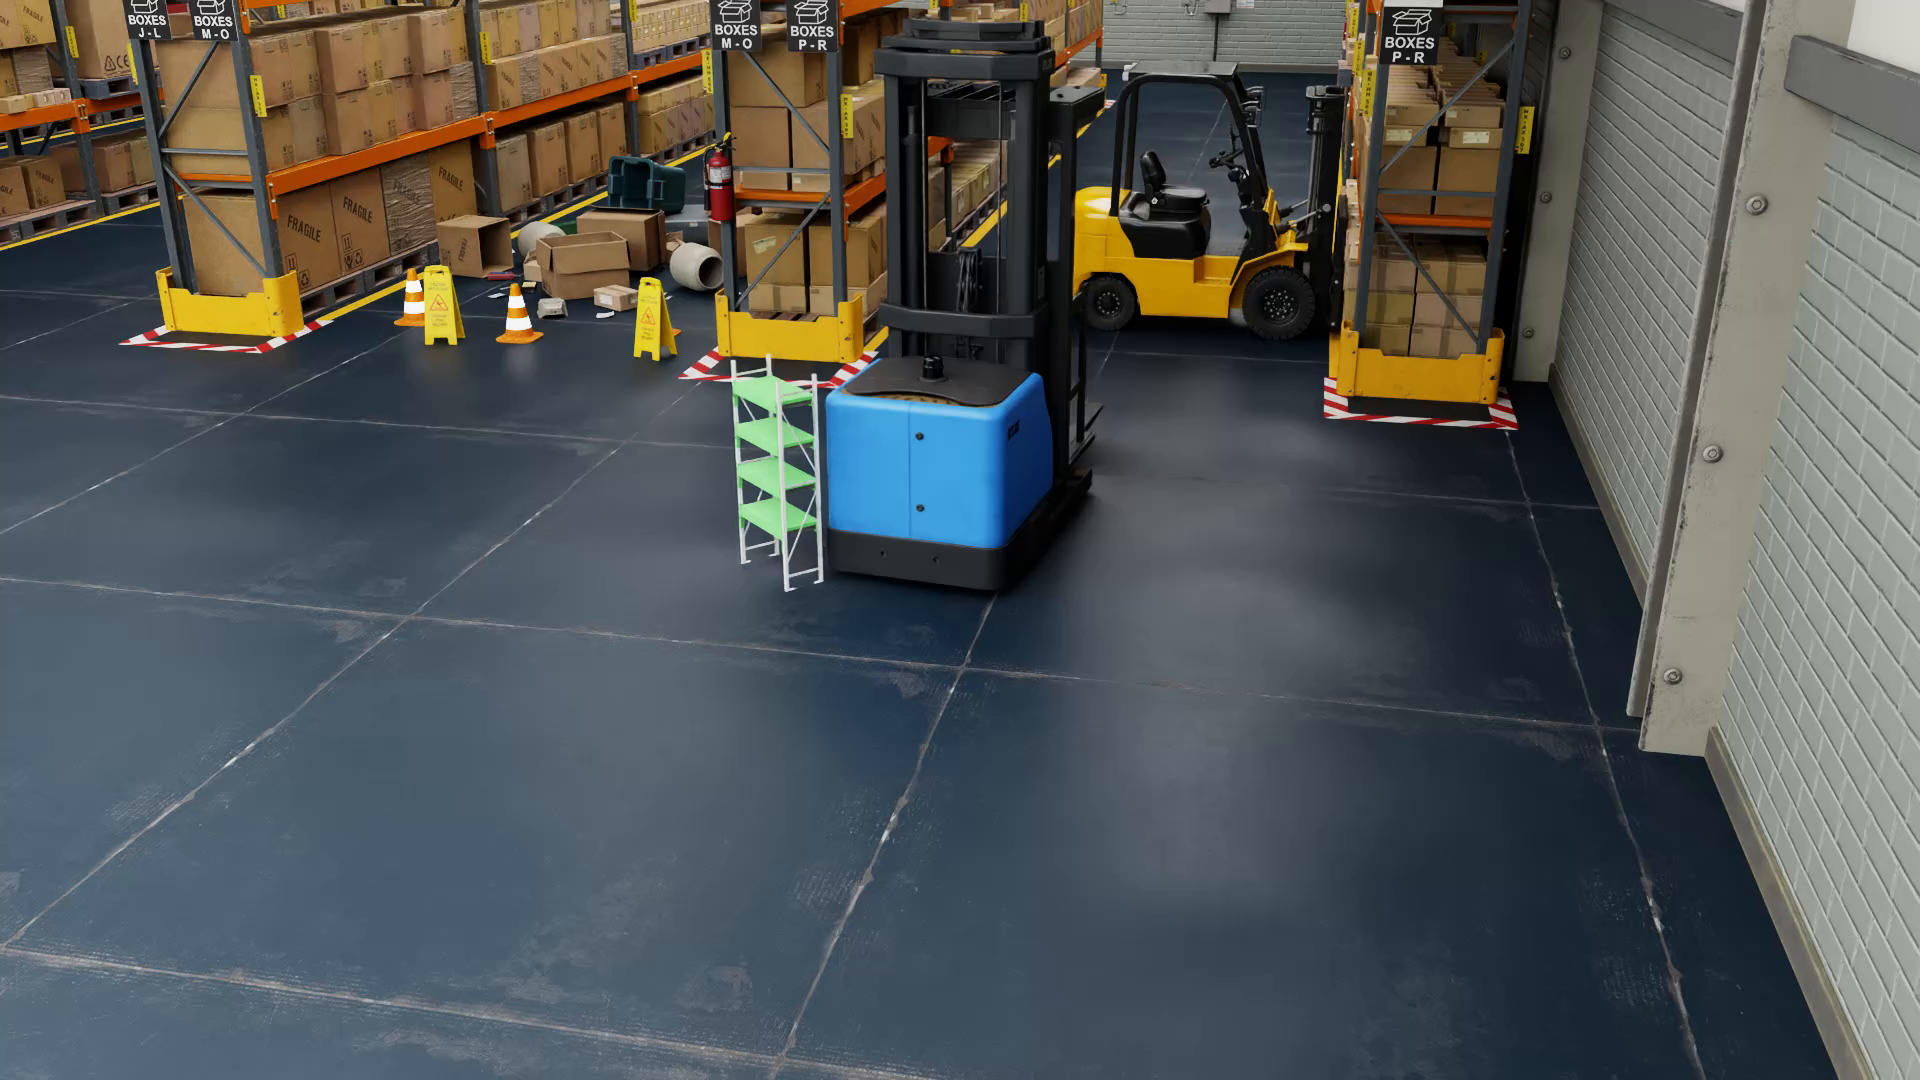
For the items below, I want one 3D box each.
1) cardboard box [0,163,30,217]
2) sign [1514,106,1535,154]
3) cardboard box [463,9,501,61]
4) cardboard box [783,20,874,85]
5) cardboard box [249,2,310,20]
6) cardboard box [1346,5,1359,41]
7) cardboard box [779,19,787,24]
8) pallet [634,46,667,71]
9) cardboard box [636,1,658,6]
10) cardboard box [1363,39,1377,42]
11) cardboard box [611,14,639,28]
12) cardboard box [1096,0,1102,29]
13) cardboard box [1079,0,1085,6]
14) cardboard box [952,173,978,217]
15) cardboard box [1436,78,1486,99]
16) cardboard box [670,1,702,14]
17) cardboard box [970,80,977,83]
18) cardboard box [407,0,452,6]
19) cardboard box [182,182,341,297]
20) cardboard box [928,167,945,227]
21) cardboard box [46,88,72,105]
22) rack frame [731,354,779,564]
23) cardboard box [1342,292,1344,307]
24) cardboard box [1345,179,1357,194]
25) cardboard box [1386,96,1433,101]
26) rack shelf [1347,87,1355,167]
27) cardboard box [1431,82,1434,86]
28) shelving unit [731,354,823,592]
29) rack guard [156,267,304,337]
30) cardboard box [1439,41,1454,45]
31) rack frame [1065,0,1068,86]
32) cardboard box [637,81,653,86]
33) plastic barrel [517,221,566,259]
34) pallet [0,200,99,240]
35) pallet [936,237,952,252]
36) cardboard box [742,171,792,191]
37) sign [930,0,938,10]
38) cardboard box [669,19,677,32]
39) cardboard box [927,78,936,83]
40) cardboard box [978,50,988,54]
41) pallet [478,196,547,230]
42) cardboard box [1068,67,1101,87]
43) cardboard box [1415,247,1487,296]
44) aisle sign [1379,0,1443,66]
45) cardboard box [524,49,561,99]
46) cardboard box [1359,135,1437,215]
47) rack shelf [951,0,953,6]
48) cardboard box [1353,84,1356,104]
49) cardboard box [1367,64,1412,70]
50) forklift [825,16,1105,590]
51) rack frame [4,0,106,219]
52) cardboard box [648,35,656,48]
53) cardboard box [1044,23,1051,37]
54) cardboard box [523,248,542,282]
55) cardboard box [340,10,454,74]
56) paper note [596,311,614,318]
[{"bbox_3d":[-10.517,-3.789,18.031,0.500,0.500,0.500,12,25,28],"label":"cardboard box"},{"bbox_3d":[4.000,-2.906,11.788,0.100,0.325,0.005,4,22,11],"label":"sign"},{"bbox_3d":[-5.357,-5.384,17.736,0.700,0.500,0.500,4,22,10],"label":"cardboard box"},{"bbox_3d":[-1.160,-4.291,14.623,0.700,0.500,0.500,4,22,11],"label":"cardboard box"},{"bbox_3d":[-9.306,-7.348,22.607,0.797,0.503,0.637,5,23,13],"label":"cardboard box"},{"bbox_3d":[5.483,-6.792,22.008,0.700,0.500,0.500,5,22,12],"label":"cardboard box"},{"bbox_3d":[-3.029,-8.453,27.164,0.380,0.149,0.250,3,22,9],"label":"cardboard box"},{"bbox_3d":[-4.595,-6.335,21.825,1.213,0.211,1.003,4,22,11],"label":"pallet"},{"bbox_3d":[-4.510,-7.576,23.628,0.380,0.149,0.250,4,22,10],"label":"cardboard box"},{"bbox_3d":[4.616,-5.401,18.246,0.380,0.149,0.250,5,22,12],"label":"cardboard box"},{"bbox_3d":[-4.351,-6.665,21.366,0.380,0.149,0.250,4,22,11],"label":"cardboard box"},{"bbox_3d":[2.024,-8.590,27.034,0.500,0.500,0.500,5,22,11],"label":"cardboard box"},{"bbox_3d":[1.606,-8.314,25.010,0.500,0.500,0.500,5,22,12],"label":"cardboard box"},{"bbox_3d":[-0.338,-3.783,18.187,0.950,0.372,0.625,6,23,14],"label":"cardboard box"},{"bbox_3d":[4.079,-3.667,13.544,0.380,0.149,0.250,5,22,11],"label":"cardboard box"},{"bbox_3d":[-3.873,-7.522,23.493,0.380,0.149,0.250,4,22,11],"label":"cardboard box"},{"bbox_3d":[-0.028,-4.899,17.777,0.380,0.149,0.250,5,22,12],"label":"cardboard box"},{"bbox_3d":[-8.307,-8.605,26.003,0.500,0.500,0.500,4,22,11],"label":"cardboard box"},{"bbox_3d":[-6.195,-2.692,14.804,0.875,0.875,0.875,5,22,11],"label":"cardboard box"},{"bbox_3d":[-0.444,-3.382,16.351,0.500,0.500,0.500,4,22,10],"label":"cardboard box"},{"bbox_3d":[-10.043,-4.890,18.316,0.380,0.149,0.250,4,22,11],"label":"cardboard box"},{"bbox_3d":[-1.148,-0.448,9.359,0.240,1.200,0.015,-15,26,-33],"label":"rack frame"},{"bbox_3d":[3.550,-2.182,14.375,0.500,0.250,0.500,5,23,13],"label":"cardboard box"},{"bbox_3d":[3.868,-3.205,15.576,0.500,0.250,0.500,4,22,10],"label":"cardboard box"},{"bbox_3d":[3.345,-3.237,12.475,0.380,0.149,0.250,4,22,11],"label":"cardboard box"},{"bbox_3d":[4.682,-4.373,17.658,1.077,0.370,4.000,4,22,11],"label":"rack shelf"},{"bbox_3d":[4.381,-3.995,14.755,0.380,0.149,0.250,5,22,12],"label":"cardboard box"},{"bbox_3d":[-1.006,-0.374,9.175,0.258,1.200,0.503,-15,26,-33],"label":"shelving unit"},{"bbox_3d":[-6.273,-2.061,14.302,1.175,0.500,0.348,4,22,11],"label":"rack guard"},{"bbox_3d":[5.184,-5.361,18.148,0.380,0.149,0.250,4,22,10],"label":"cardboard box"},{"bbox_3d":[1.047,-7.278,23.909,1.000,3.000,0.127,4,22,11],"label":"rack frame"},{"bbox_3d":[-4.542,-6.179,22.960,0.500,0.250,0.500,5,22,12],"label":"cardboard box"},{"bbox_3d":[-4.182,-2.965,16.650,0.421,0.421,0.512,-16,27,-35],"label":"plastic barrel"},{"bbox_3d":[-10.390,-3.565,18.424,1.003,0.211,1.213,4,22,11],"label":"pallet"},{"bbox_3d":[-0.688,-2.810,16.548,1.003,0.211,1.213,4,22,11],"label":"pallet"},{"bbox_3d":[-1.535,-2.925,13.439,0.380,0.149,0.250,5,23,13],"label":"cardboard box"},{"bbox_3d":[-0.314,-6.393,20.162,0.100,0.325,0.005,4,22,11],"label":"sign"},{"bbox_3d":[-4.079,-7.004,22.605,0.380,0.149,0.250,4,22,10],"label":"cardboard box"},{"bbox_3d":[-0.531,-4.166,15.650,0.500,0.500,0.500,5,23,13],"label":"cardboard box"},{"bbox_3d":[0.007,-5.244,17.764,0.500,0.500,0.500,4,22,11],"label":"cardboard box"},{"bbox_3d":[-5.369,-3.687,18.725,1.003,0.211,1.213,4,22,11],"label":"pallet"},{"bbox_3d":[1.826,-7.498,27.323,0.875,0.438,0.875,4,22,9],"label":"cardboard box"},{"bbox_3d":[3.741,-2.056,12.724,0.500,0.250,0.500,4,22,10],"label":"cardboard box"},{"bbox_3d":[3.157,-3.716,11.586,0.394,0.787,0.004,4,22,11],"label":"aisle sign"},{"bbox_3d":[-4.875,-5.278,18.809,0.500,0.500,0.500,4,22,11],"label":"cardboard box"},{"bbox_3d":[3.301,-2.758,12.553,0.500,0.500,0.500,4,22,10],"label":"cardboard box"},{"bbox_3d":[-0.178,-6.141,18.034,1.077,0.370,4.000,4,22,11],"label":"rack shelf"},{"bbox_3d":[4.555,-4.852,18.087,0.500,0.250,0.500,4,22,9],"label":"cardboard box"},{"bbox_3d":[3.758,-4.083,14.577,0.380,0.149,0.250,5,22,12],"label":"cardboard box"},{"bbox_3d":[0.202,-1.609,9.926,1.130,2.935,3.031,7,23,17],"label":"forklift"},{"bbox_3d":[-10.287,-5.107,18.520,1.000,3.000,0.127,4,22,11],"label":"rack frame"},{"bbox_3d":[-4.238,-6.578,21.947,0.380,0.149,0.250,6,23,14],"label":"cardboard box"},{"bbox_3d":[0.912,-6.698,22.002,0.500,0.250,0.500,5,22,12],"label":"cardboard box"},{"bbox_3d":[-4.000,-2.655,16.090,0.396,0.266,0.258,8,23,20],"label":"cardboard box"},{"bbox_3d":[-5.560,-4.920,16.409,0.875,0.550,0.550,4,22,11],"label":"cardboard box"},{"bbox_3d":[-3.158,-2.009,14.801,0.148,0.019,0.142,-3,22,-8],"label":"paper note"}]
